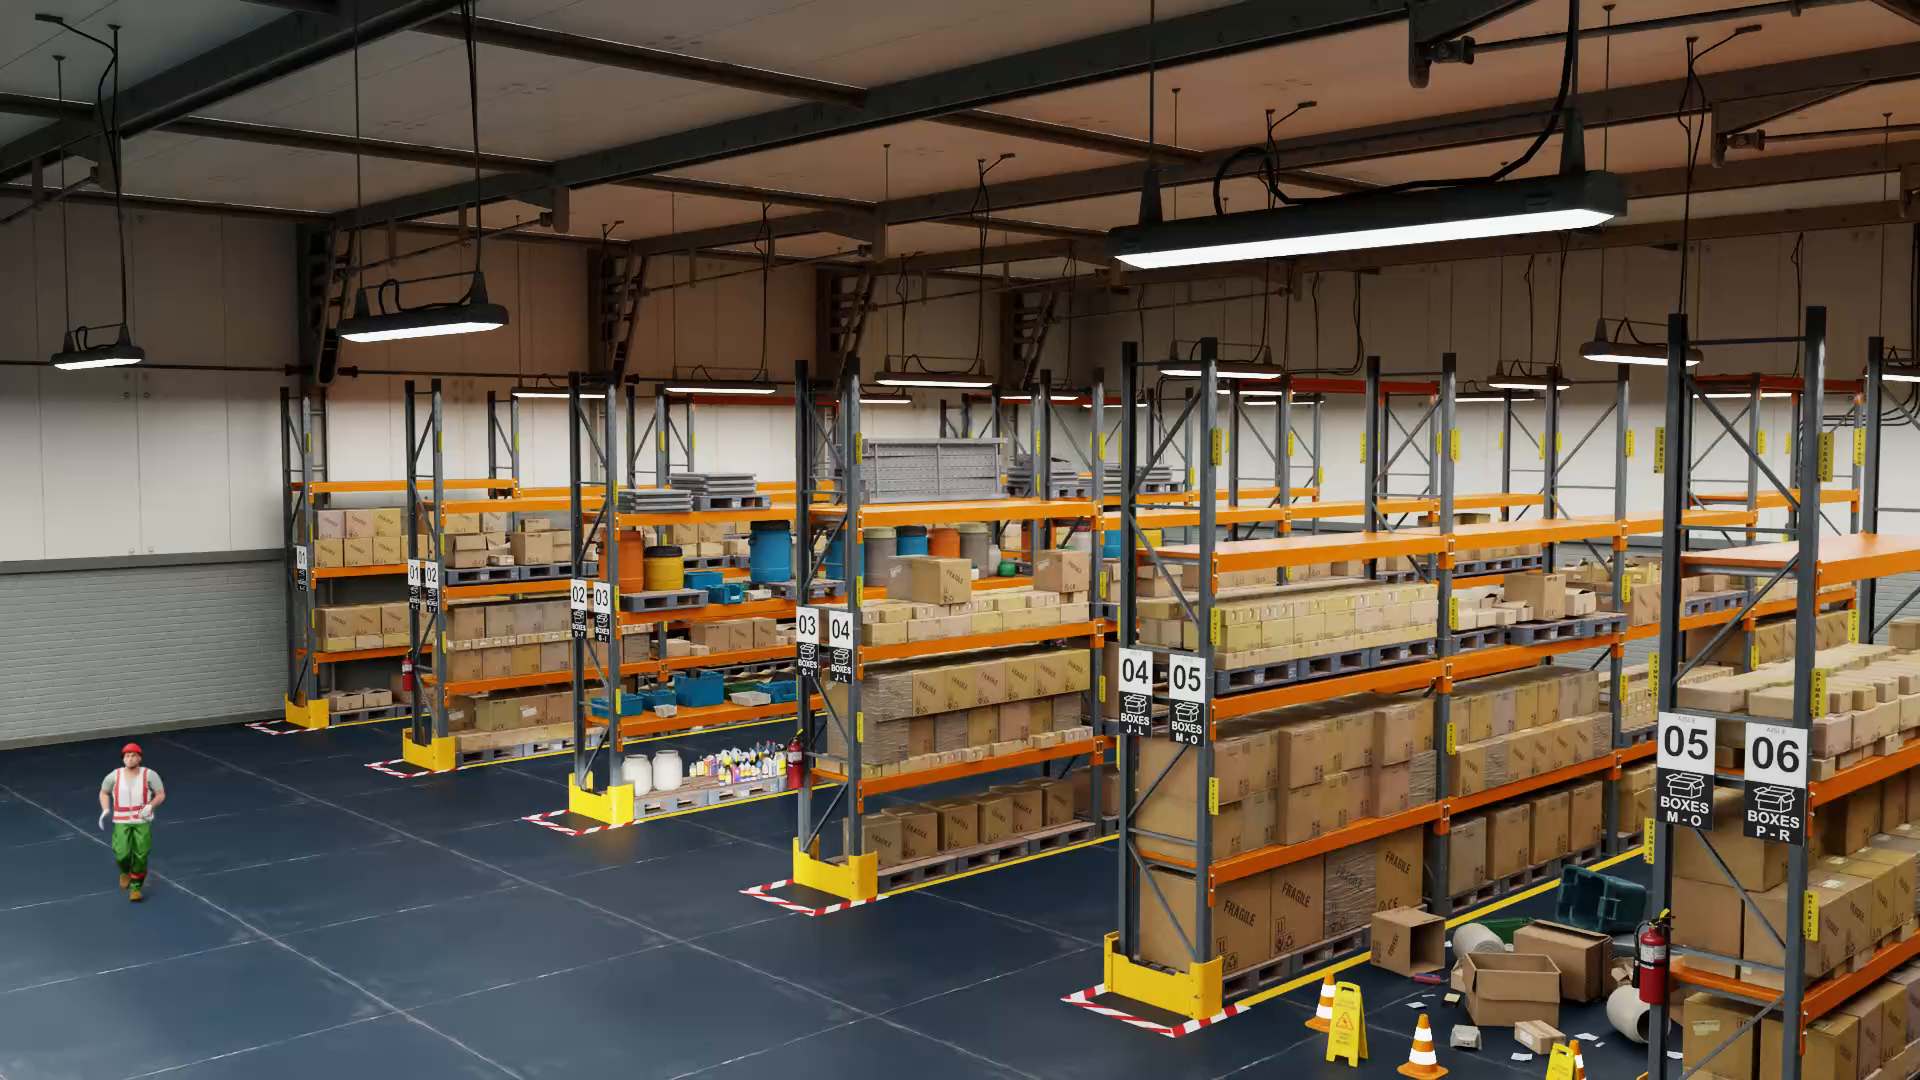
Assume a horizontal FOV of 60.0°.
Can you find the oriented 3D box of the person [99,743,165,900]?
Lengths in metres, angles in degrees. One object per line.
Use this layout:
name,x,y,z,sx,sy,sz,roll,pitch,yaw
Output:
person,-9.142,3.120,18.371,0.665,1.737,0.582,-2,4,-23
